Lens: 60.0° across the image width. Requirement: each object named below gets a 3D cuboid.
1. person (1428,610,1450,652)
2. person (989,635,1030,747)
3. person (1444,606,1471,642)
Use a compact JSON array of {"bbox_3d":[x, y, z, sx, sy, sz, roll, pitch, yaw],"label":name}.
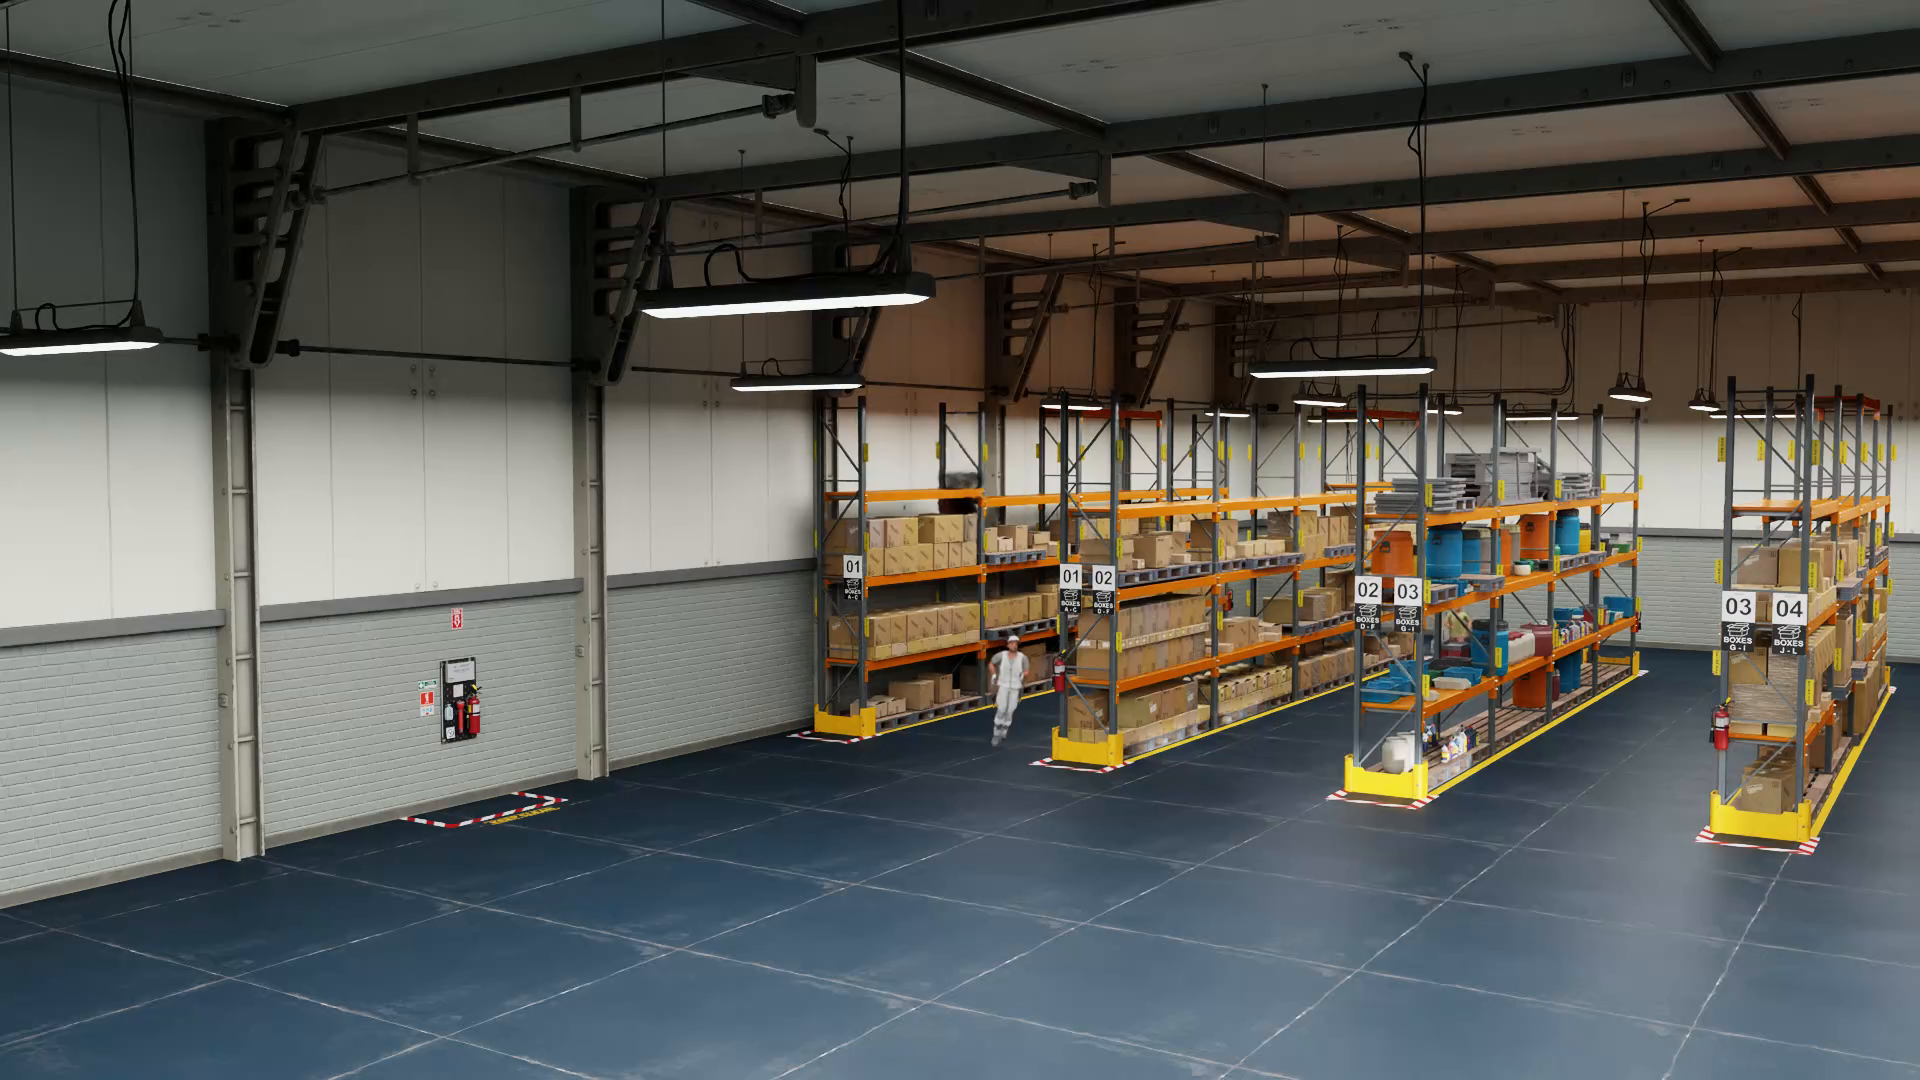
[{"bbox_3d":[11.755,2.077,40.715,0.567,1.596,0.541,-3,4,-40],"label":"person"},{"bbox_3d":[0.821,2.460,27.265,0.656,1.806,0.744,0,3,-6],"label":"person"},{"bbox_3d":[11.271,2.194,37.717,0.583,1.641,0.820,1,3,22],"label":"person"}]
